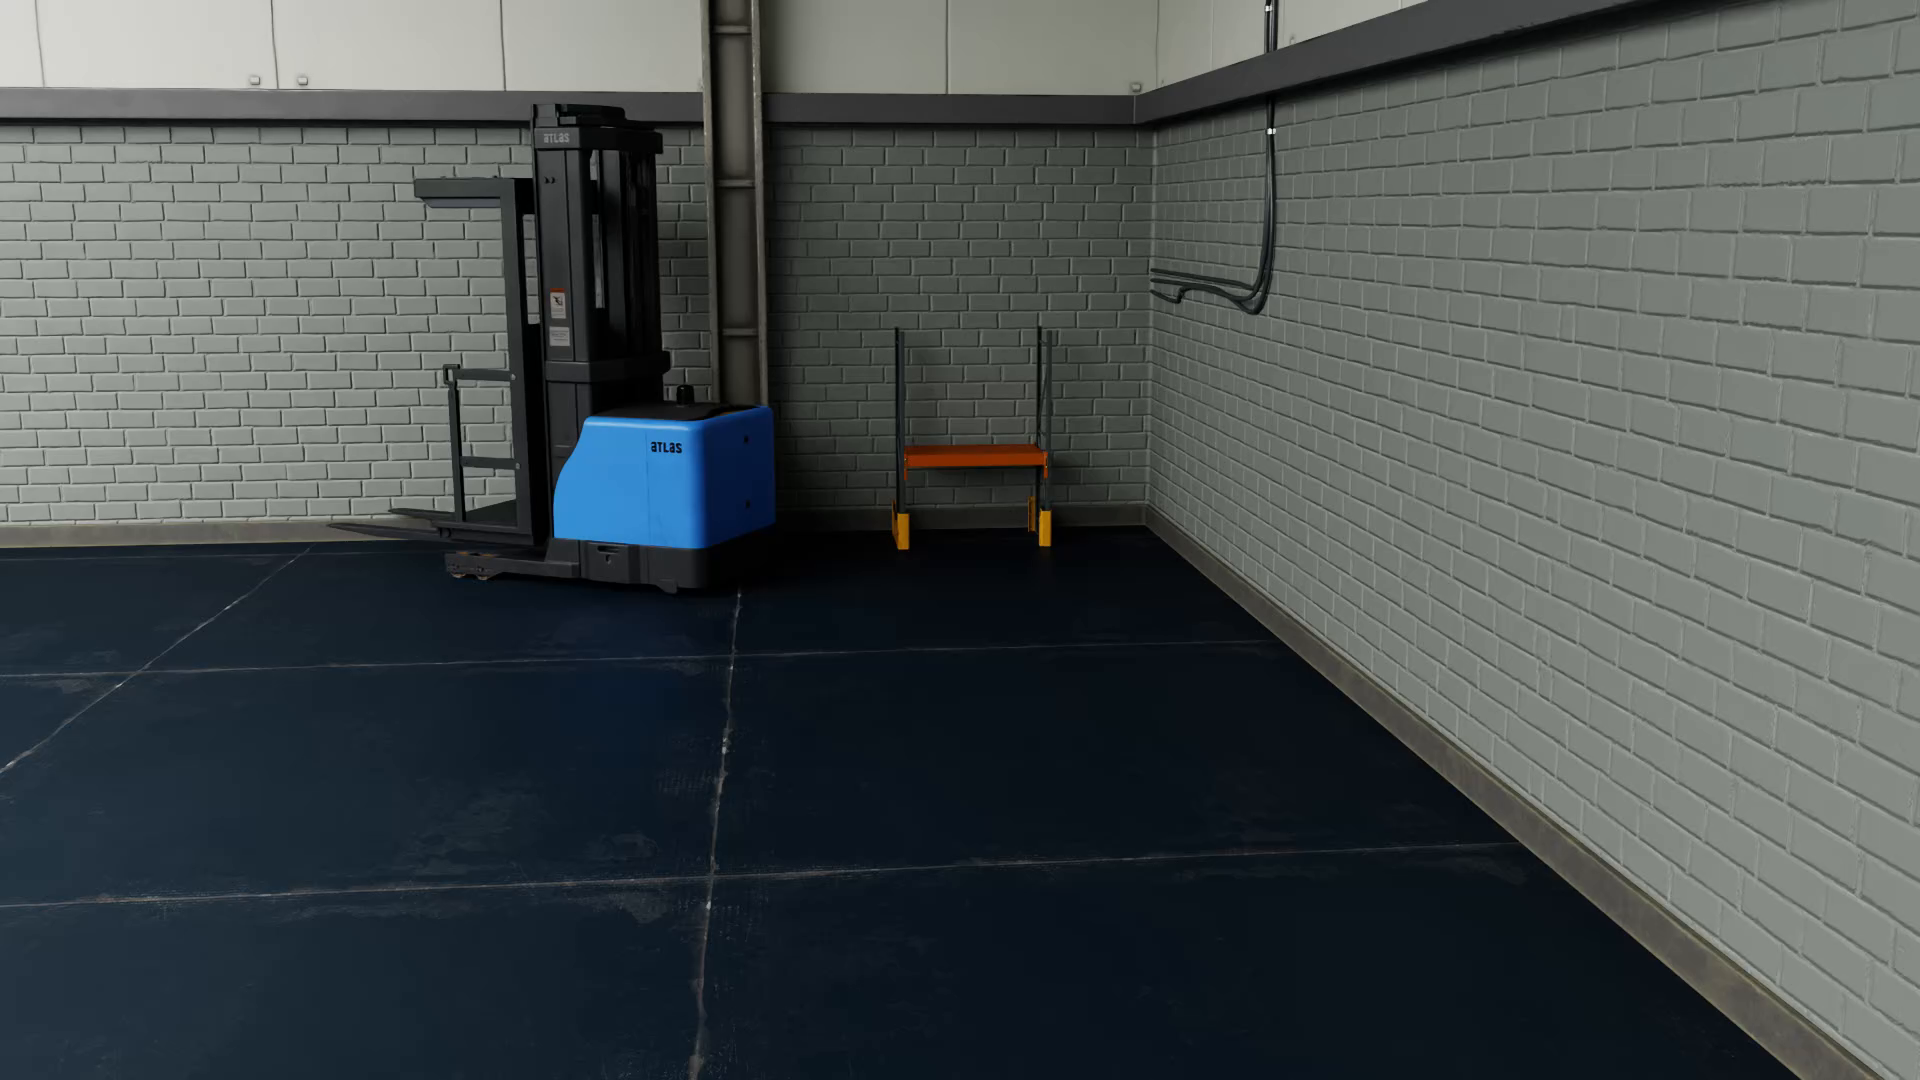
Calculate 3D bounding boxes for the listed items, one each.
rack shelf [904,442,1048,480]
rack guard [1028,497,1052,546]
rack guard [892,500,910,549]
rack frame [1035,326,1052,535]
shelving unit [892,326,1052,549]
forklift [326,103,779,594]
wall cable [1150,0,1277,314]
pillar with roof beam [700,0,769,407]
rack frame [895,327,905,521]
[{"bbox_3d":[0.085,-0.561,11.767,1.000,0.185,0.538,-1,11,-6],"label":"rack shelf"},{"bbox_3d":[0.571,-0.135,11.905,0.087,0.250,0.587,-1,11,-6],"label":"rack guard"},{"bbox_3d":[-0.419,-0.114,11.799,0.087,0.250,0.587,-1,11,-6],"label":"rack guard"},{"bbox_3d":[0.590,-0.748,11.786,0.032,1.500,0.500,-1,11,-6],"label":"rack frame"},{"bbox_3d":[0.076,-0.738,11.731,1.083,1.500,0.587,-1,11,-6],"label":"shelving unit"},{"bbox_3d":[-2.751,-1.271,10.736,3.031,2.935,1.130,4,12,21],"label":"forklift"},{"bbox_3d":[1.514,-2.727,10.462,0.112,2.526,3.097,-1,11,-6],"label":"wall cable"},{"bbox_3d":[-1.093,-3.617,6.941,0.400,9.000,9.100,-1,11,-6],"label":"pillar with roof beam"},{"bbox_3d":[-0.421,-0.727,11.678,0.032,1.500,0.500,-1,11,-6],"label":"rack frame"}]
